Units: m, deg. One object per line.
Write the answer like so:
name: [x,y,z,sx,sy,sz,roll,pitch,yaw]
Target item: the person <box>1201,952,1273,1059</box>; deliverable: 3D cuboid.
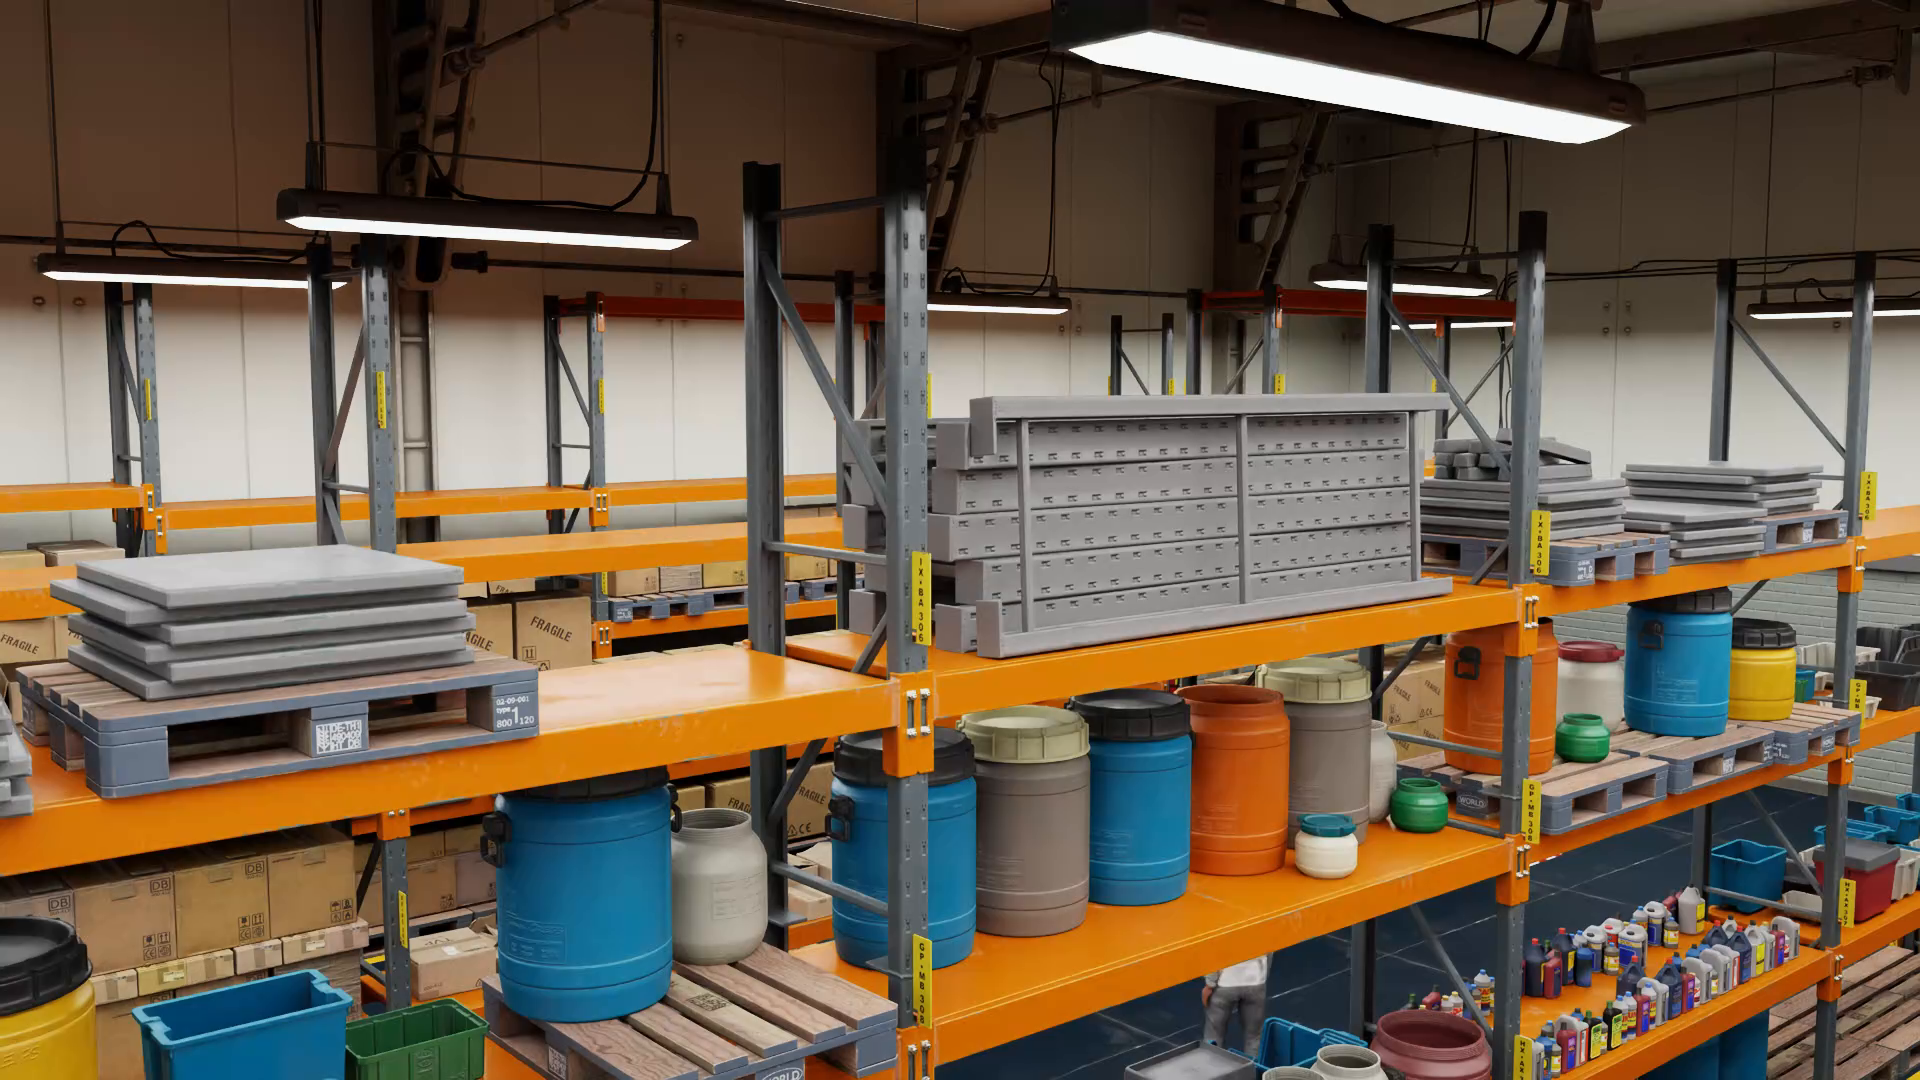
person: [1.980,3.158,11.828,0.545,1.782,0.442,-1,6,-11]
